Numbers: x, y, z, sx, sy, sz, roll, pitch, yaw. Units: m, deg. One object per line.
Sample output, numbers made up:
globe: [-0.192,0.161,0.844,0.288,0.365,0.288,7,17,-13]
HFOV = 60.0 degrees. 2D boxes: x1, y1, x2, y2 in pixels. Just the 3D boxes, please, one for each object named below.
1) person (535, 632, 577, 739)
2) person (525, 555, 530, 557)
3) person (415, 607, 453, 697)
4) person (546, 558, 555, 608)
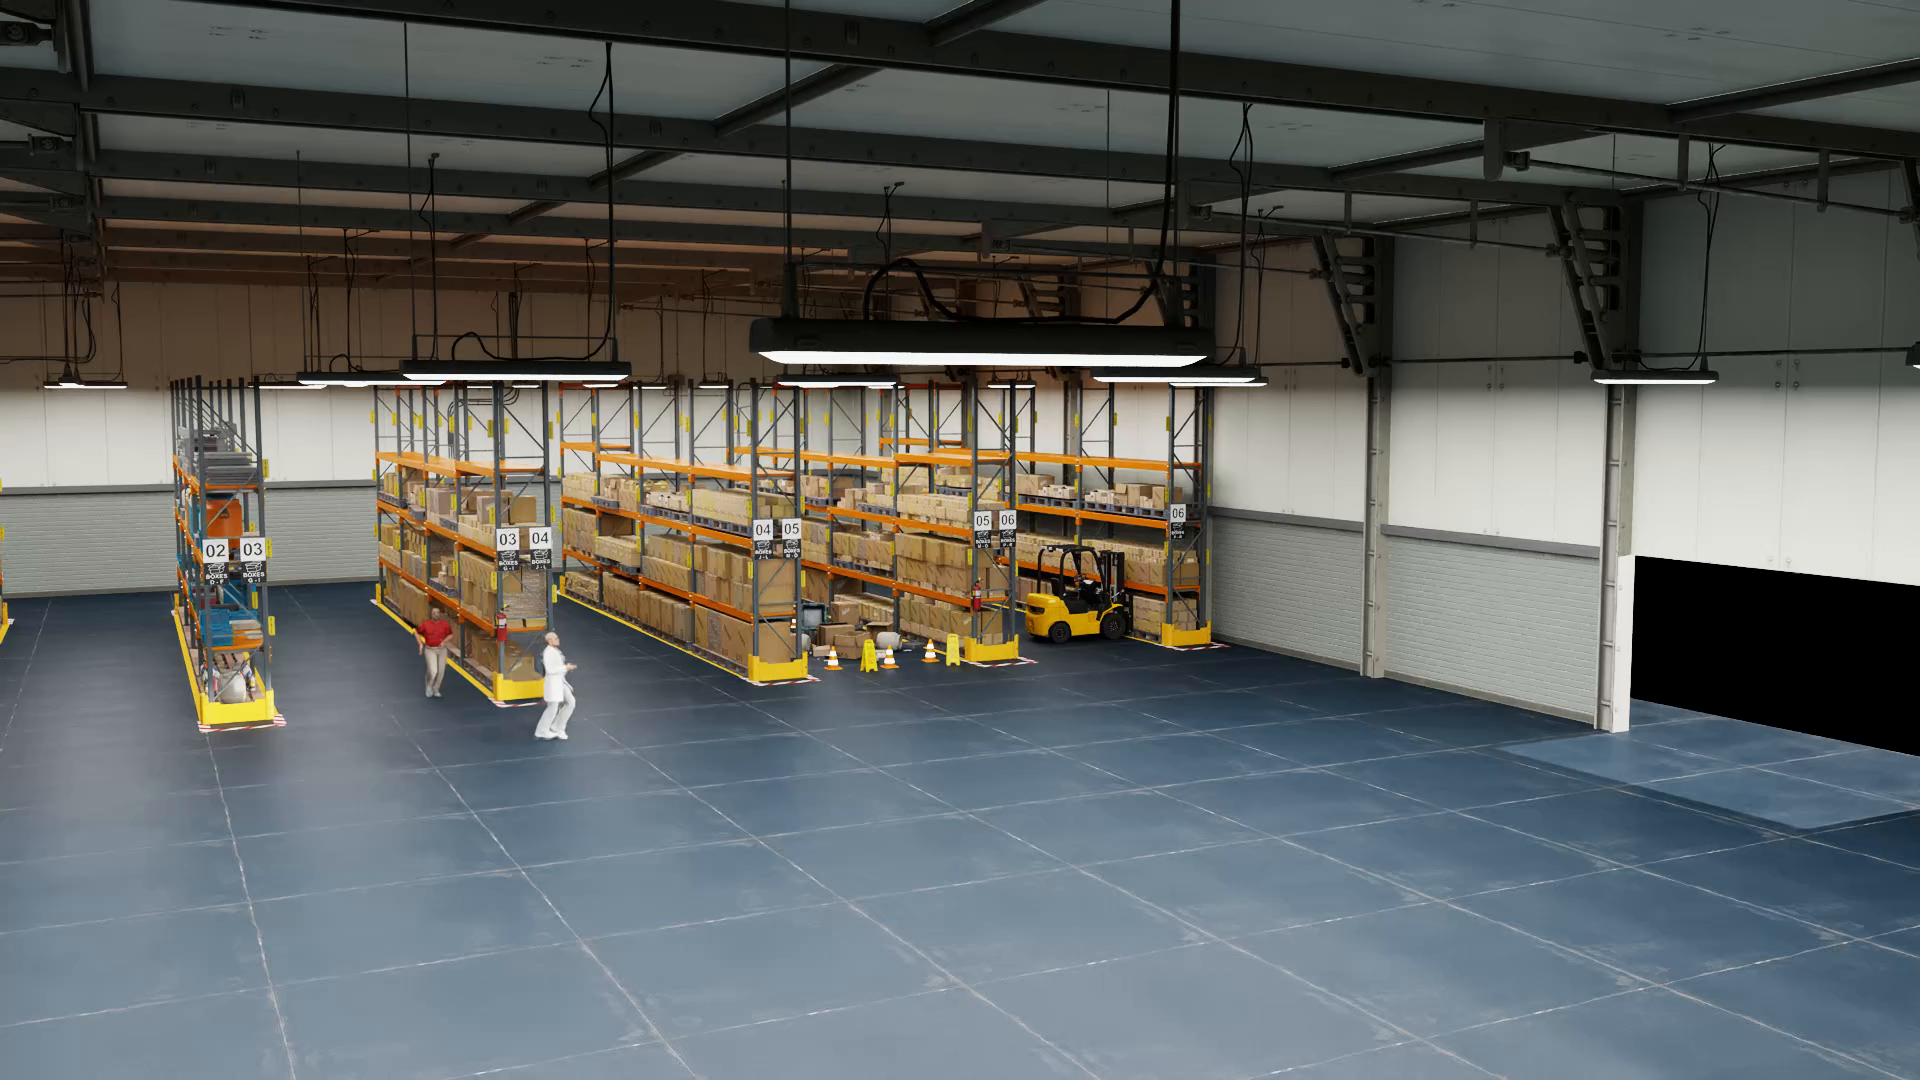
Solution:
person: [-6.631,2.418,27.343,0.755,1.813,0.688,0,5,4]
person: [-11.670,0.854,45.140,0.664,1.757,0.712,-3,6,-28]
person: [-9.800,2.106,31.112,0.647,1.685,0.612,-3,6,-30]
person: [-11.045,0.942,44.095,0.596,1.721,0.855,-3,6,-29]
